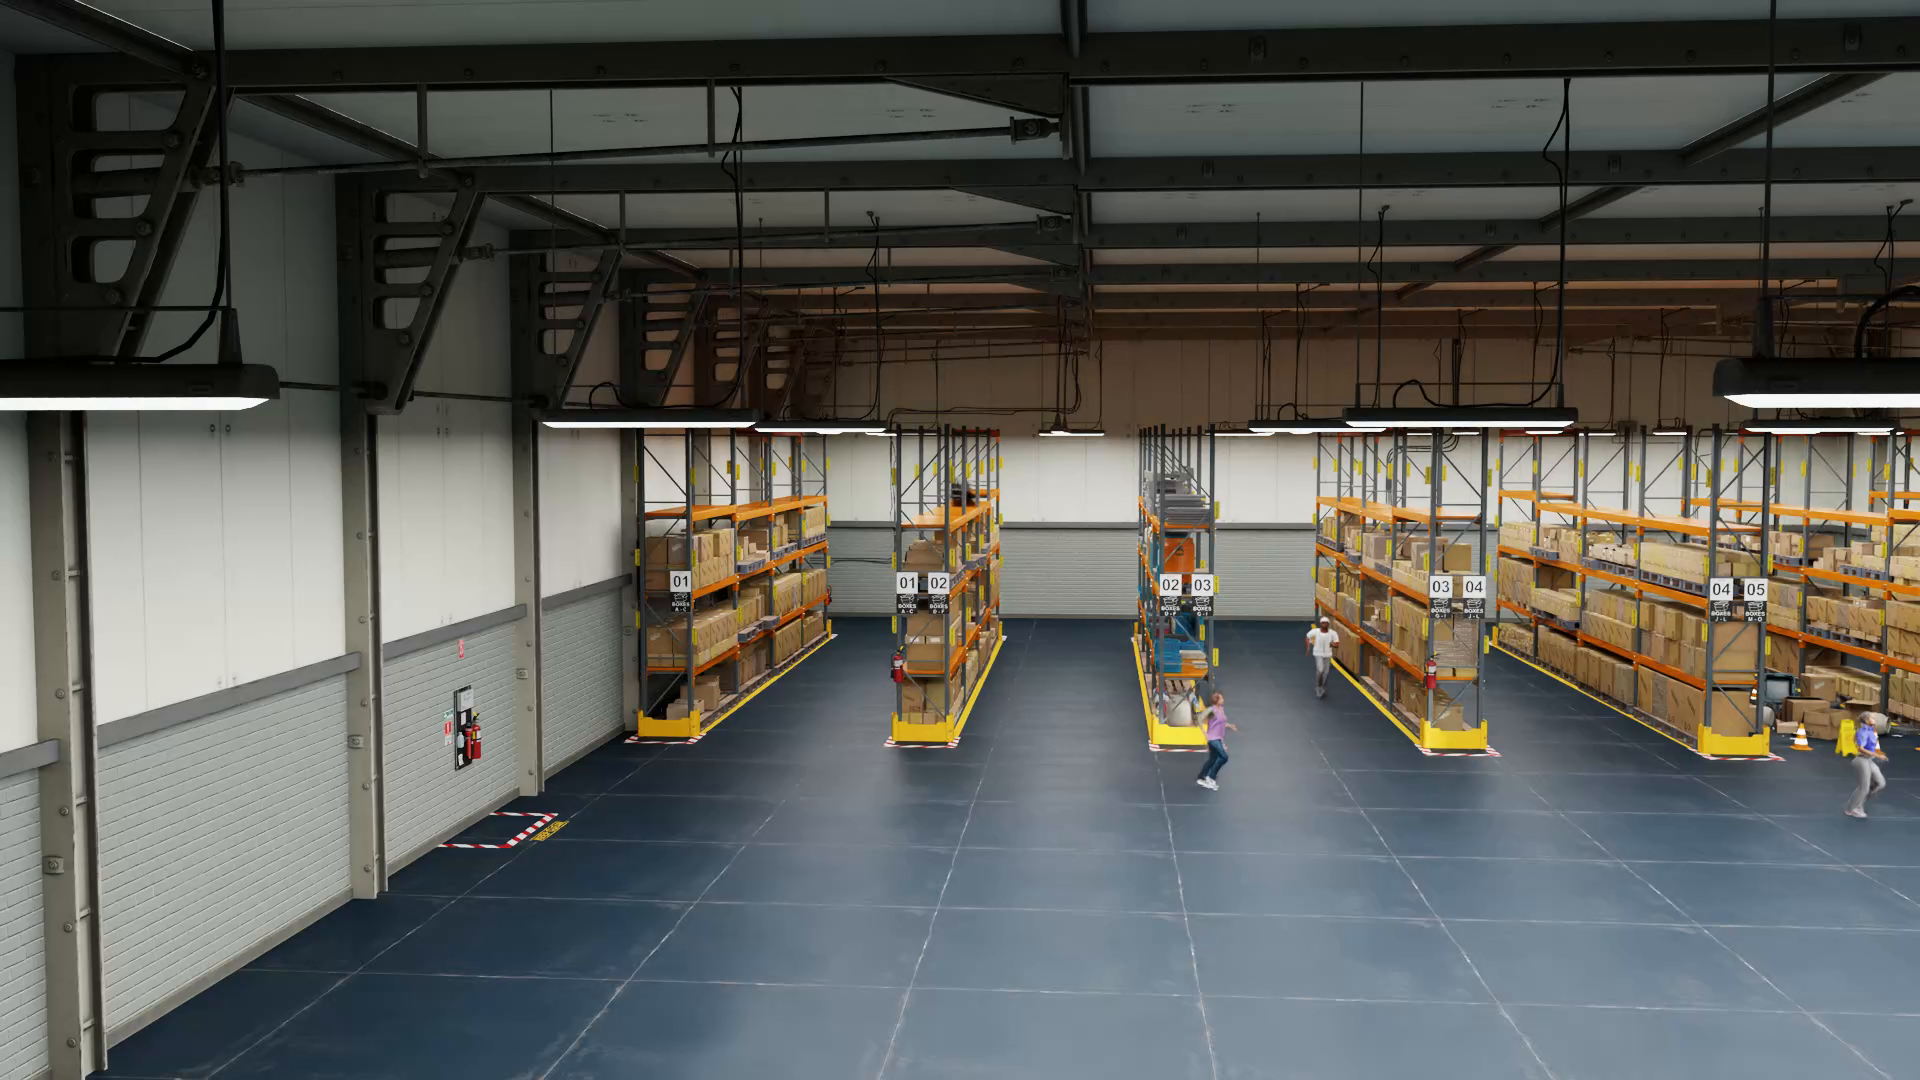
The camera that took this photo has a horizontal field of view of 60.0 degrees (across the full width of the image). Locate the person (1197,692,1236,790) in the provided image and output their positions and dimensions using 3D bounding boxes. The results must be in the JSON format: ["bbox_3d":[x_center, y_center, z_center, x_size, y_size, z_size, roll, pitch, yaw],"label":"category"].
[{"bbox_3d":[4.182,3.279,27.174,0.658,1.578,0.534,2,4,30],"label":"person"}]

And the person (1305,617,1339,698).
[{"bbox_3d":[8.058,2.603,36.874,0.687,1.812,0.712,0,3,-1],"label":"person"}]

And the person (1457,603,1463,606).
[{"bbox_3d":[14.188,2.064,47.016,0.657,1.697,0.643,-2,4,-35],"label":"person"}]

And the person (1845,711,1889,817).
[{"bbox_3d":[13.680,3.380,25.048,0.585,1.624,0.586,3,5,40],"label":"person"}]
